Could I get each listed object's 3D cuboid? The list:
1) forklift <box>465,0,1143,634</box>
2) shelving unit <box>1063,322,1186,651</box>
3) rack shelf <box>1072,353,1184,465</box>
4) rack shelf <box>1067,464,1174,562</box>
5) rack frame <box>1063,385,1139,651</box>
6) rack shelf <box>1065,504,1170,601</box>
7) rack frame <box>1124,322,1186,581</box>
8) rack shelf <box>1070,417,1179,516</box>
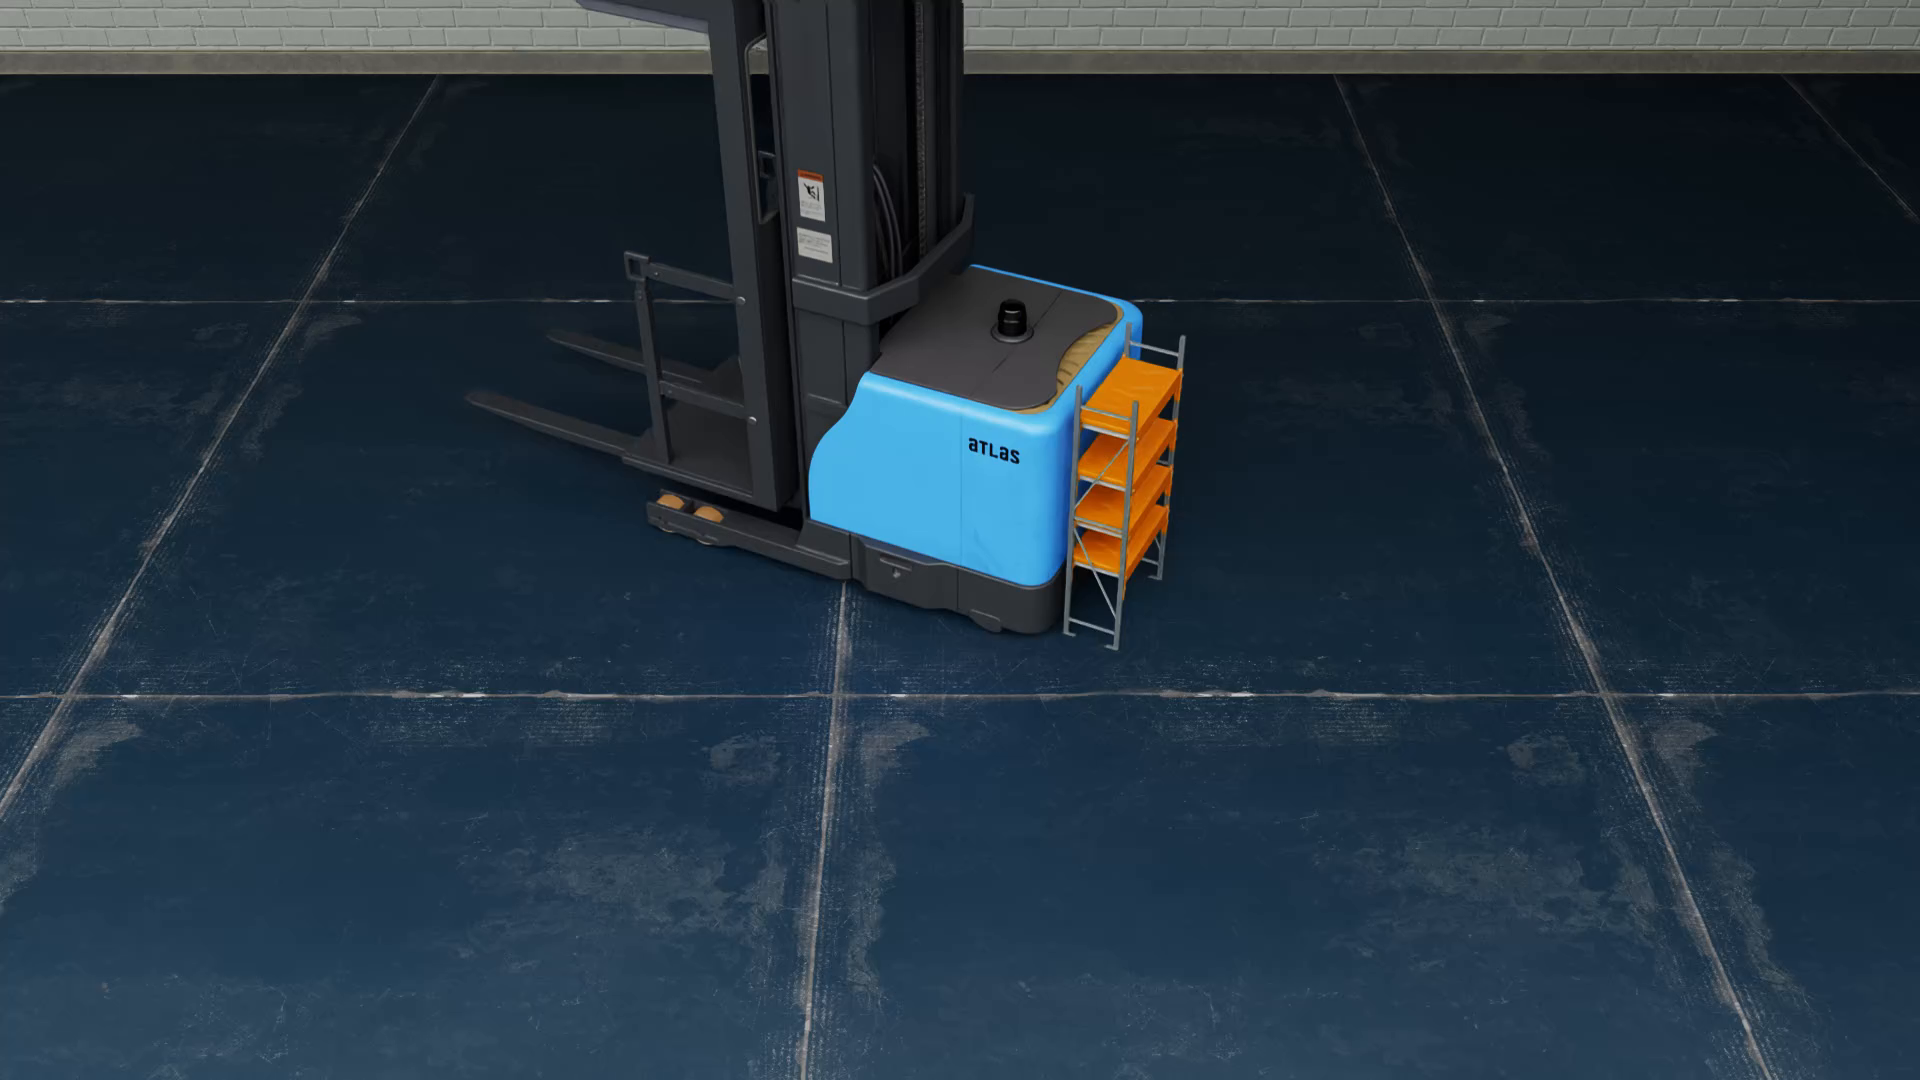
[{"bbox_3d":[-0.798,-1.400,6.654,3.031,2.935,1.130,17,42,20],"label":"forklift"},{"bbox_3d":[0.638,-0.195,6.533,0.258,1.200,0.503,17,42,20],"label":"shelving unit"},{"bbox_3d":[0.638,-0.501,6.287,0.258,0.148,0.480,17,42,20],"label":"rack shelf"},{"bbox_3d":[0.638,-0.142,6.575,0.258,0.148,0.480,17,42,20],"label":"rack shelf"},{"bbox_3d":[0.530,-0.058,6.362,0.240,1.200,0.015,17,42,20],"label":"rack frame"},{"bbox_3d":[0.638,0.013,6.700,0.258,0.148,0.480,17,42,20],"label":"rack shelf"},{"bbox_3d":[0.746,-0.332,6.704,0.240,1.200,0.015,17,42,20],"label":"rack frame"},{"bbox_3d":[0.638,-0.317,6.435,0.258,0.148,0.480,17,42,20],"label":"rack shelf"}]
